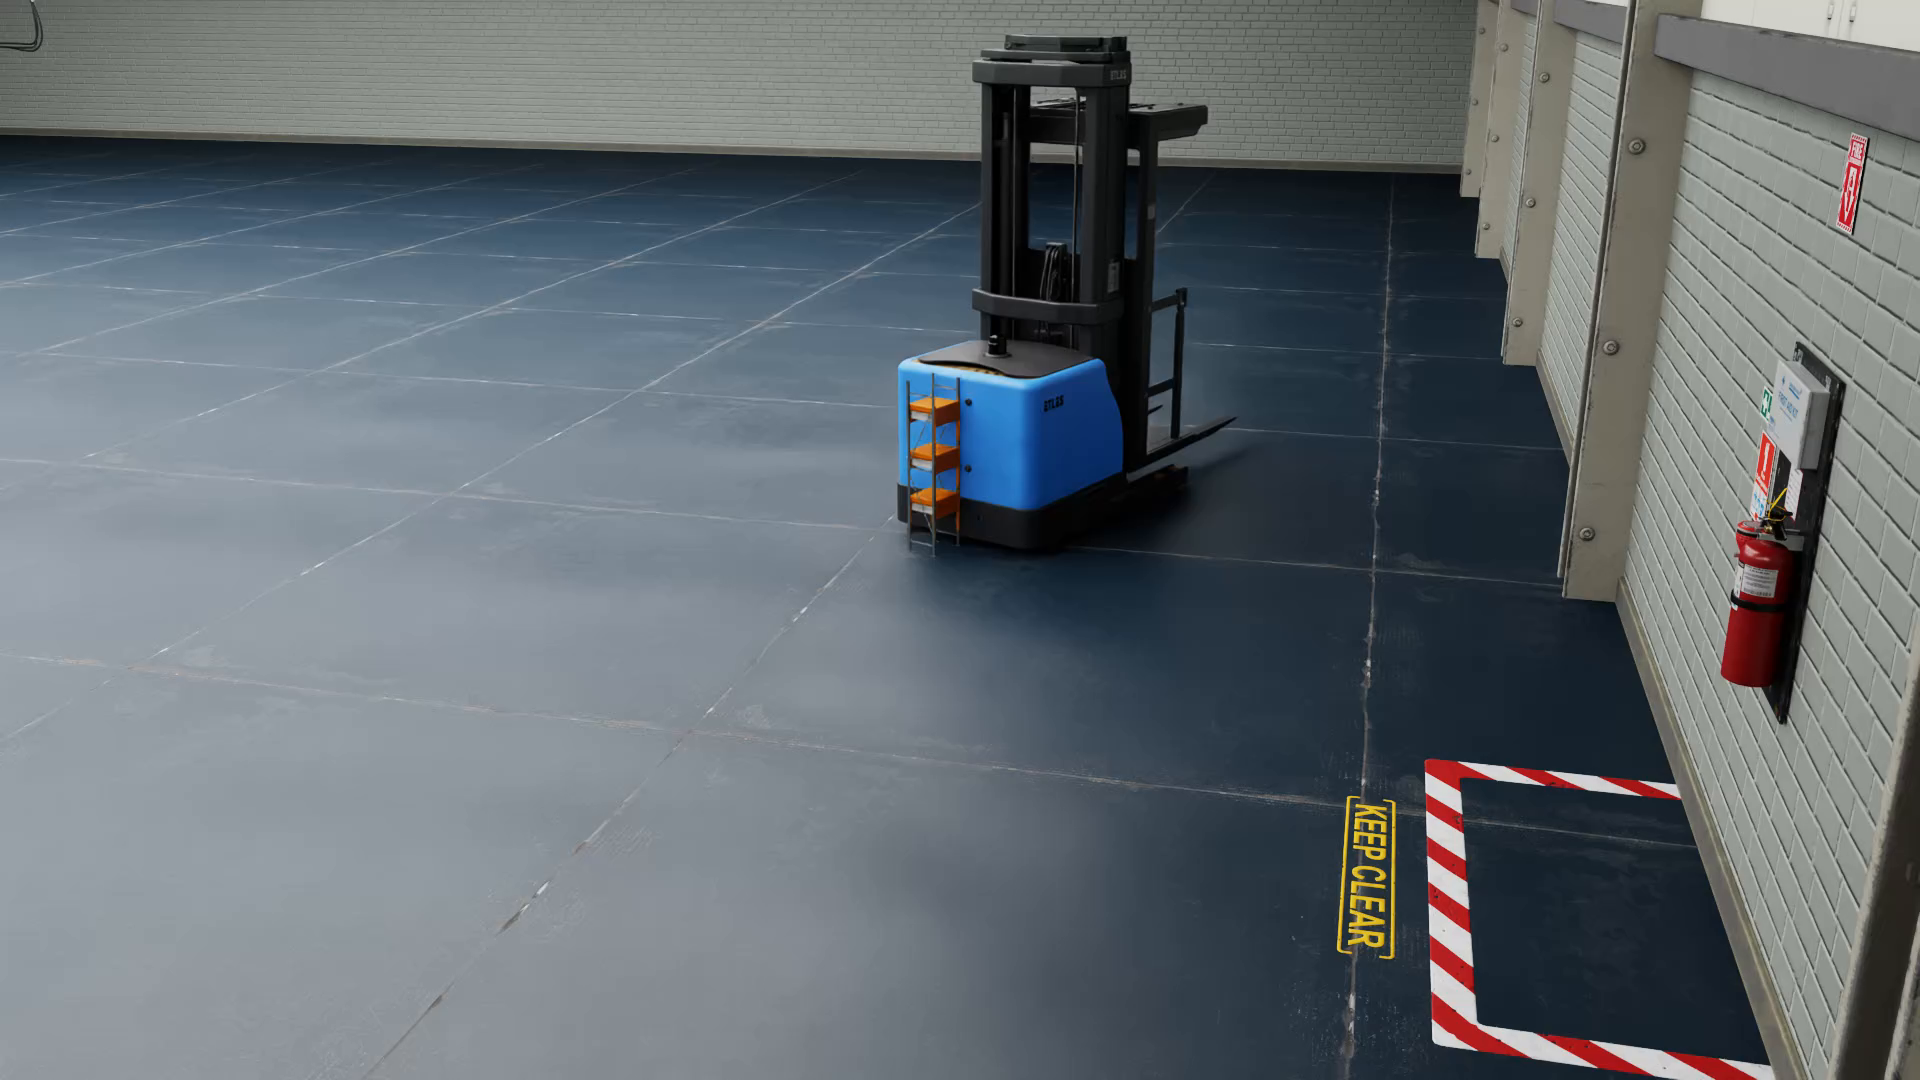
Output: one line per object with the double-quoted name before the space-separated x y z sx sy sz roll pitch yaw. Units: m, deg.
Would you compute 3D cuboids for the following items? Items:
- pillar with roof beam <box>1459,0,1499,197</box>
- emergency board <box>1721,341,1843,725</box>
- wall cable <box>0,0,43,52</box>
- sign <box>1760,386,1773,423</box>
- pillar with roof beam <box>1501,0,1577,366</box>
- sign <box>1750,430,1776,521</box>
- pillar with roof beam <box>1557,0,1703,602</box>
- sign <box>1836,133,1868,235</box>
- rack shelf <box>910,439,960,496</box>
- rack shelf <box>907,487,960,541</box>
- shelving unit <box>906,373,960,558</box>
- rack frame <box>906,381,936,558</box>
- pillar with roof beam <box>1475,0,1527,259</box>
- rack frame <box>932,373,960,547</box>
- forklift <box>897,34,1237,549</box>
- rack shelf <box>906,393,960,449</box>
"pillar with roof beam" 3.776 -9.969 25.453 9.100 9.000 0.400 5 19 13
"emergency board" 2.728 -0.039 5.662 0.194 1.169 0.643 5 19 13
"wall cable" -20.592 -11.466 34.640 3.097 2.526 0.112 5 19 13
"sign" 2.953 -0.472 6.052 0.001 0.109 0.331 5 19 13
"pillar with roof beam" 0.844 -6.208 14.441 9.100 9.000 0.400 5 19 13
"sign" 2.963 -0.221 6.140 0.001 0.329 0.234 5 19 13
"pillar with roof beam" -0.622 -4.327 8.935 9.100 9.000 0.400 5 19 13
"sign" 2.826 -1.131 5.272 0.001 0.298 0.199 5 19 13
"rack shelf" -0.156 -0.430 9.856 0.215 0.259 0.240 13 23 34
"rack shelf" -0.156 -0.167 9.946 0.215 0.259 0.240 13 23 34
"shelving unit" -0.156 -0.441 9.853 0.215 1.050 0.252 13 23 34
"rack frame" -0.228 -0.409 9.759 0.200 1.050 0.008 13 23 34
"pillar with roof beam" 2.310 -8.089 19.947 9.100 9.000 0.400 5 19 13
"rack frame" -0.085 -0.472 9.947 0.200 1.050 0.008 13 23 34
"forklift" 0.874 -1.747 10.767 1.130 2.935 3.031 13 23 33
"rack shelf" -0.156 -0.699 9.765 0.215 0.259 0.240 13 23 34
